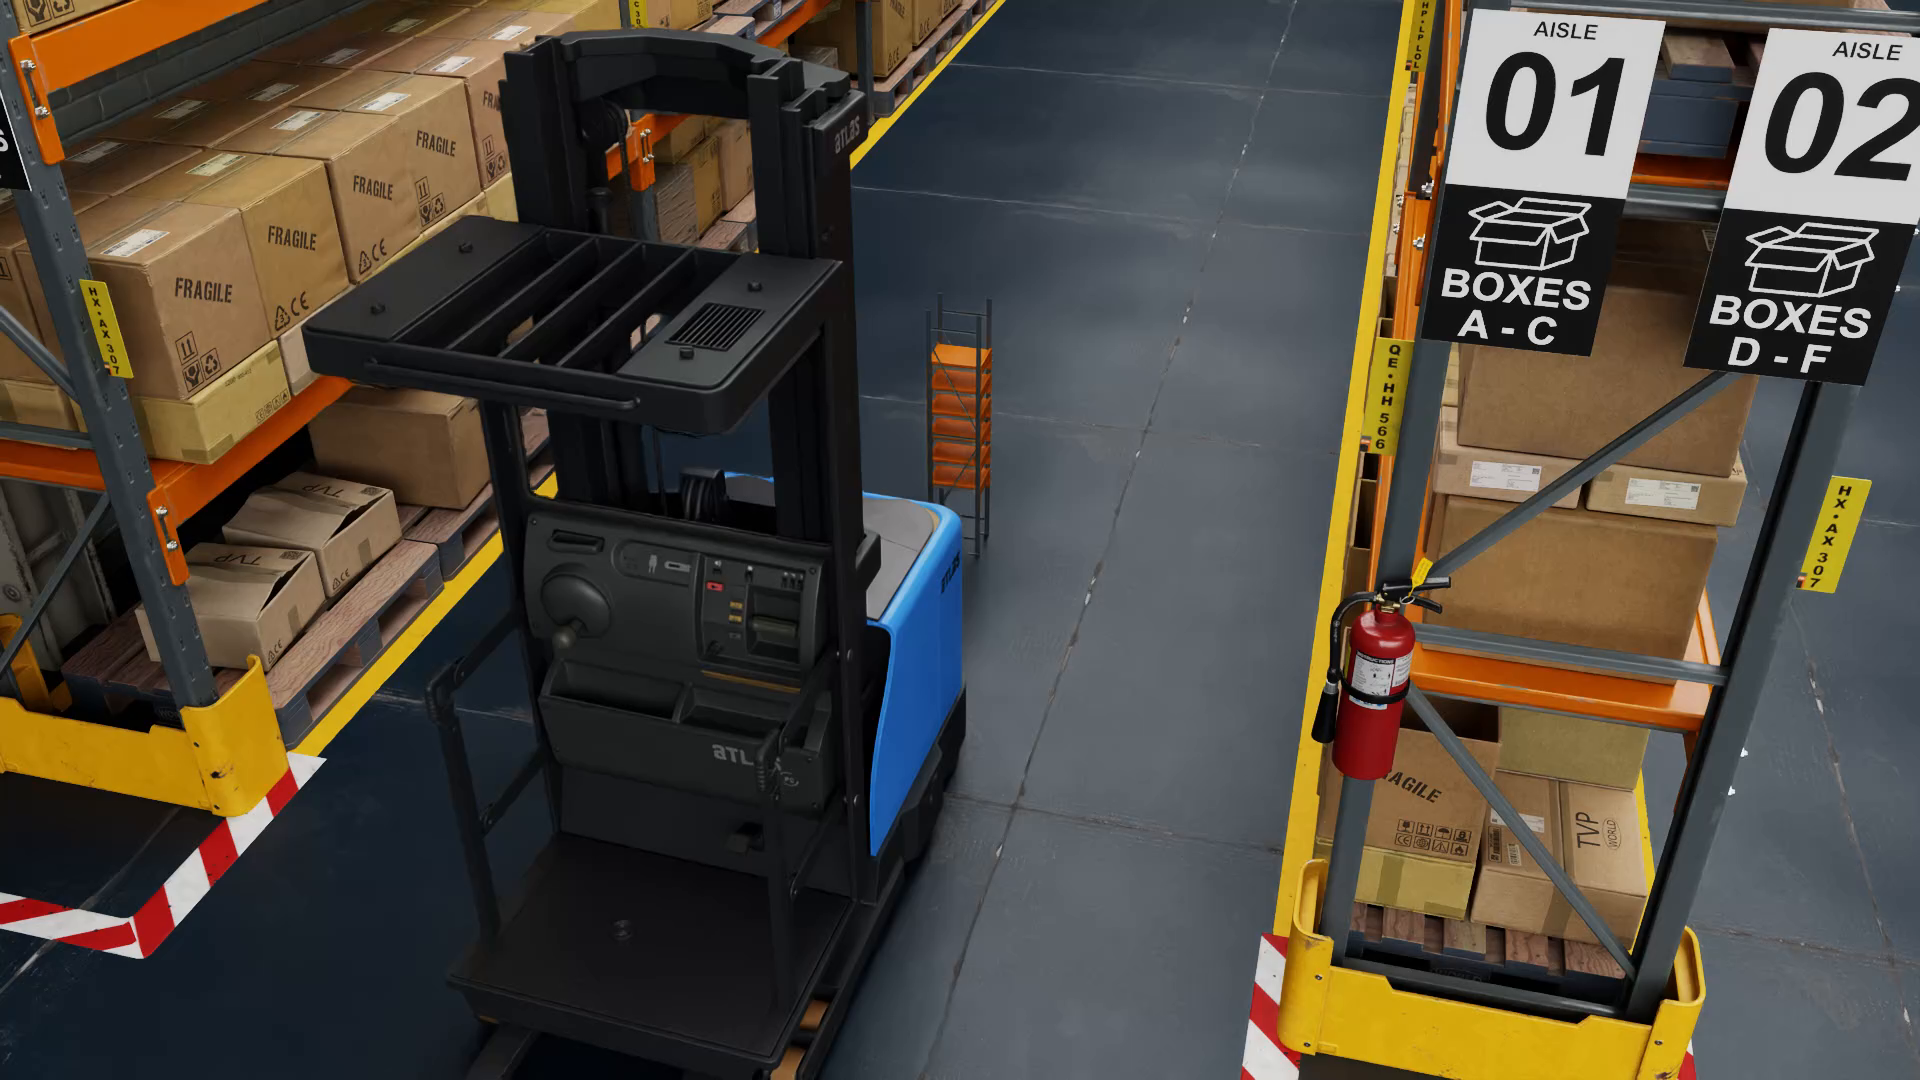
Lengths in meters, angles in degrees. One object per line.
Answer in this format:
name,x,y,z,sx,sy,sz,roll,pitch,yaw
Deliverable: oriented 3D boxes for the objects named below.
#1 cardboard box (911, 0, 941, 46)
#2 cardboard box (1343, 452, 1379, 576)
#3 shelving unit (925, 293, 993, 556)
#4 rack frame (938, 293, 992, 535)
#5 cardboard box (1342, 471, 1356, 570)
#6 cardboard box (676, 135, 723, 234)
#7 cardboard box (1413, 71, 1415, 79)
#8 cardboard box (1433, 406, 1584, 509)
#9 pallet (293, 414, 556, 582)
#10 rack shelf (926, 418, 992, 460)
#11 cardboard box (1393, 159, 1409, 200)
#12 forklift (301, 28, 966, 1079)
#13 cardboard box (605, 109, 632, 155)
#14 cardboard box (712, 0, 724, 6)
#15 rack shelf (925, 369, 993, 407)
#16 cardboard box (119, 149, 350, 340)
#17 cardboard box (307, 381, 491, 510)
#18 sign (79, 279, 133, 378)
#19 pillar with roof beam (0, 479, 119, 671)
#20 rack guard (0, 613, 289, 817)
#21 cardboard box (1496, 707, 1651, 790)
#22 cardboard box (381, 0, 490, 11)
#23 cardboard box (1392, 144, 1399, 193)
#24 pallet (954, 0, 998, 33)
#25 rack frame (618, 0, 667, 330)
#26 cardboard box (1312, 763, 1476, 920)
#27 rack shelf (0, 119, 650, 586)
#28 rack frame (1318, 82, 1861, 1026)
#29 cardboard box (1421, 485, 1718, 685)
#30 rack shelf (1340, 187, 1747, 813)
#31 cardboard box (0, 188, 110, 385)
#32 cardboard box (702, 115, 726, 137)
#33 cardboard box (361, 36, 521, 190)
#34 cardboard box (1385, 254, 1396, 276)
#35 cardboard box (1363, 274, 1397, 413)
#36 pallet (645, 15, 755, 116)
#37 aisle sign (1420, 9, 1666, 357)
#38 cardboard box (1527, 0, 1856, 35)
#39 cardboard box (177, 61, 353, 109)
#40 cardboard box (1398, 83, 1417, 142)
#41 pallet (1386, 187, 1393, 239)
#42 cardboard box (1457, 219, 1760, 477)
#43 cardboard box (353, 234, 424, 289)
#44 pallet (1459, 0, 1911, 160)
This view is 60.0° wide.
cardboard box,-0.613,-4.603,13.806,0.750,0.750,0.750,8,33,12
cardboard box,1.823,-0.124,6.621,0.500,0.500,0.500,8,33,12
shelving unit,-0.004,-0.499,7.416,0.258,1.200,0.189,8,33,12
rack frame,0.020,-0.546,7.491,0.240,1.200,0.006,8,33,12
cardboard box,1.948,-0.067,7.231,0.500,0.250,0.500,8,33,12
cardboard box,-1.917,-2.229,10.381,0.700,0.500,0.500,7,33,11
cardboard box,3.779,-3.759,12.787,0.500,0.500,0.500,7,33,11
cardboard box,1.520,-0.231,4.620,0.380,0.149,0.250,7,33,12
pallet,-2.614,-0.274,7.985,1.003,0.211,1.213,8,33,12
rack shelf,-0.004,-0.461,7.440,0.258,0.103,0.180,8,33,12
cardboard box,2.834,-2.059,9.842,0.500,0.311,0.500,8,33,12
forklift,-0.904,0.227,4.661,1.130,2.935,3.031,9,34,15
cardboard box,-1.997,-2.098,8.375,0.500,0.250,0.500,8,33,12
cardboard box,-1.722,-3.562,10.054,0.700,0.500,0.500,13,35,19
rack shelf,-0.004,-0.664,7.311,0.258,0.103,0.180,8,33,12
cardboard box,-2.638,-1.087,6.087,0.500,0.500,0.500,8,33,13
cardboard box,-2.543,-0.511,7.678,0.700,0.500,0.500,6,33,9
sign,-2.660,-0.655,5.178,0.100,0.325,0.005,8,33,12
pillar with roof beam,0.320,-2.790,3.752,9.100,9.000,0.400,8,33,12
rack guard,-3.166,0.652,6.259,1.175,0.500,0.348,8,33,12
cardboard box,2.083,0.468,5.691,0.500,0.500,0.500,8,33,12
cardboard box,-2.492,-2.486,8.286,0.500,0.500,0.500,7,33,11
cardboard box,3.094,-2.367,10.849,0.500,0.250,0.500,7,33,11
pallet,-0.263,-5.003,15.424,1.003,0.211,1.213,8,33,12
rack frame,-2.170,-2.440,8.791,1.000,3.000,0.127,8,33,12
cardboard box,1.457,0.973,5.594,0.500,0.250,0.500,8,33,12
rack shelf,-2.678,-1.098,7.352,1.077,0.370,4.000,8,33,12
rack frame,1.607,0.309,4.468,1.000,3.000,0.127,8,33,12
cardboard box,1.738,0.026,4.820,0.700,0.500,0.500,8,33,12
rack shelf,2.115,-0.426,6.294,1.077,0.370,4.000,8,33,12
cardboard box,-3.271,-0.899,5.790,0.500,0.500,0.500,8,33,12
cardboard box,-1.763,-2.770,10.533,0.500,0.250,0.500,7,33,11
cardboard box,-2.250,-1.894,7.356,0.500,0.500,0.500,7,33,11
cardboard box,2.448,-1.270,8.600,0.500,0.311,0.500,8,33,12
cardboard box,2.202,-0.902,7.846,0.500,0.500,0.500,8,33,12
pallet,-1.836,-2.735,9.436,1.003,0.211,1.213,8,33,12
aisle sign,1.306,-0.794,3.780,0.394,0.787,0.004,8,33,12
cardboard box,1.757,-1.535,3.954,0.797,0.503,0.637,10,34,16
cardboard box,-2.879,-1.689,7.033,0.500,0.500,0.500,8,33,13
cardboard box,3.220,-2.864,11.109,0.500,0.311,0.500,9,34,14
pallet,3.391,-2.244,11.083,1.003,0.211,1.213,8,33,12
cardboard box,1.751,-0.549,4.515,0.700,0.500,0.500,8,33,13
cardboard box,-2.501,-1.054,6.733,0.500,0.250,0.500,8,33,12
pallet,1.812,-1.283,4.259,1.003,0.211,1.213,8,33,12
